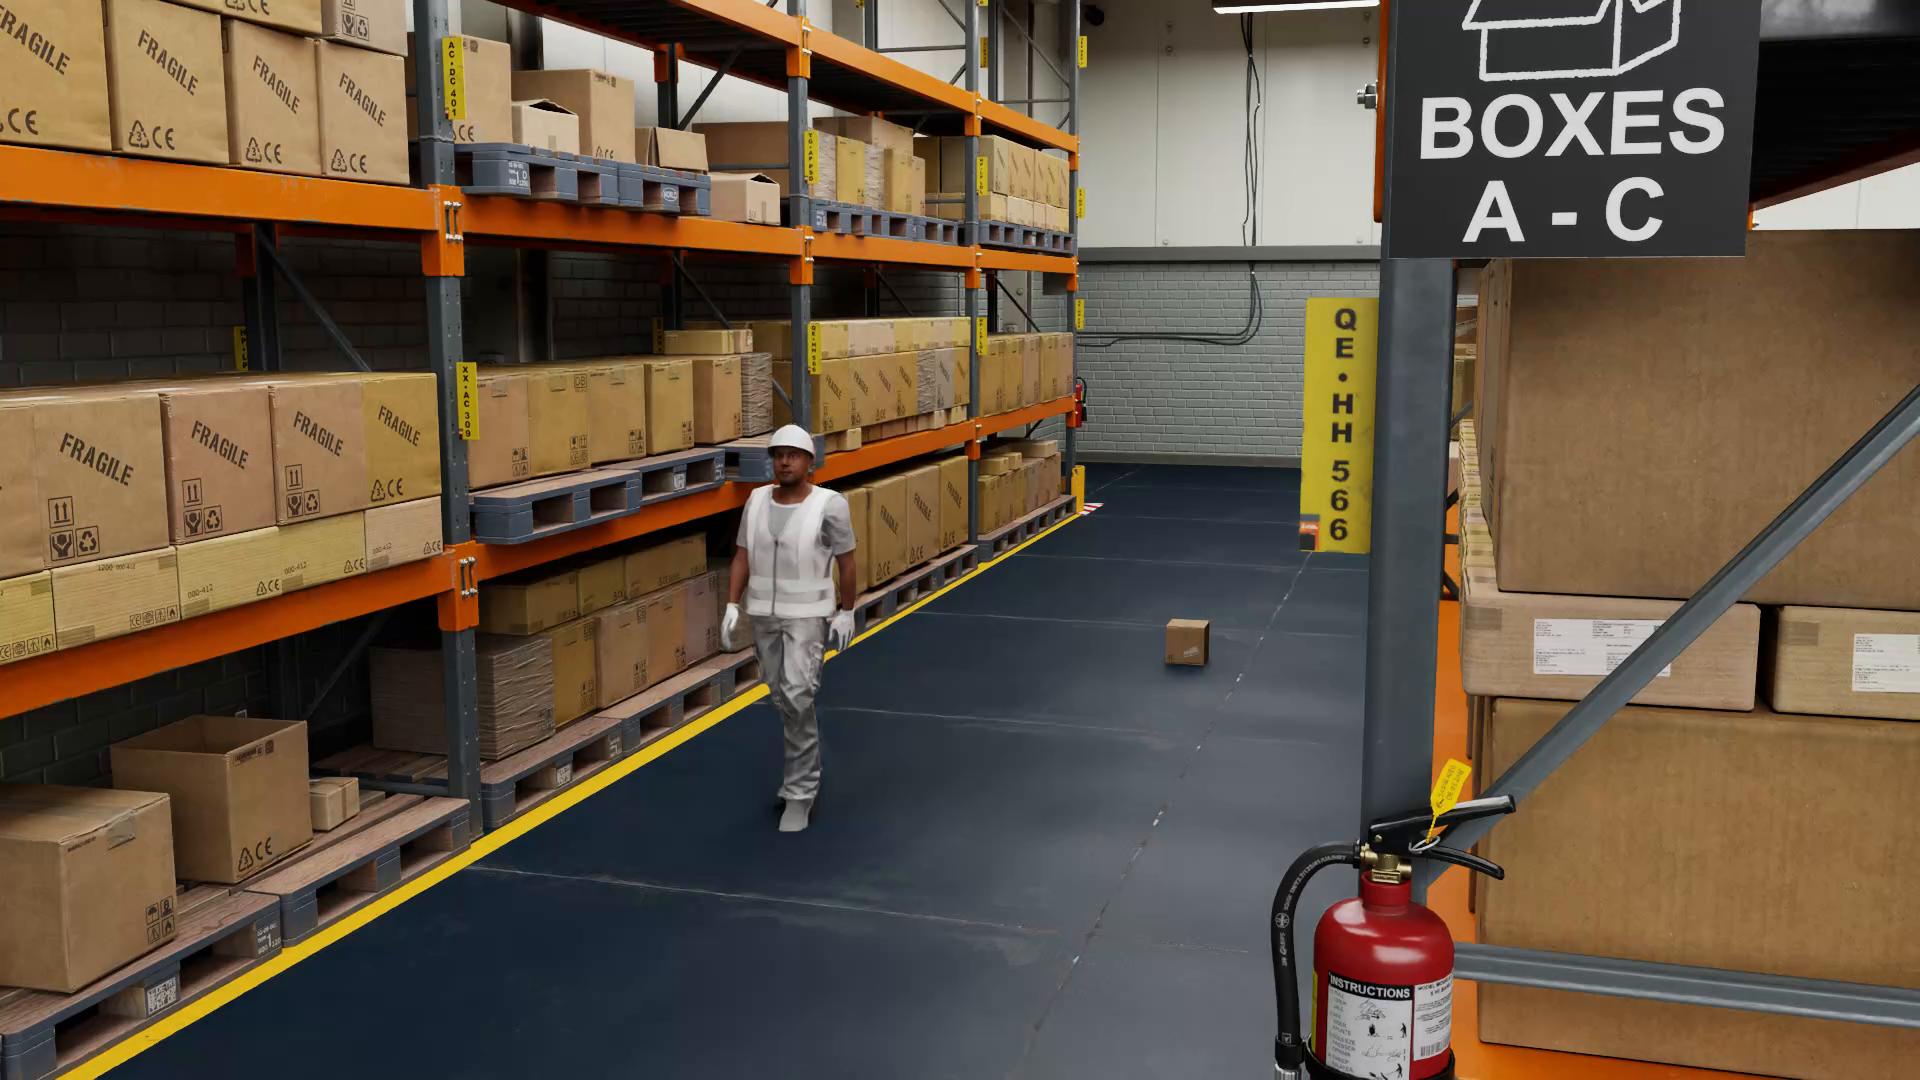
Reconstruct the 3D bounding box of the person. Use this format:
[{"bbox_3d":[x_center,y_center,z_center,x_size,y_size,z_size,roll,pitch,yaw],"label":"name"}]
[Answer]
[{"bbox_3d":[-0.800,0.403,7.623,0.544,1.854,0.602,4,9,24],"label":"person"}]
